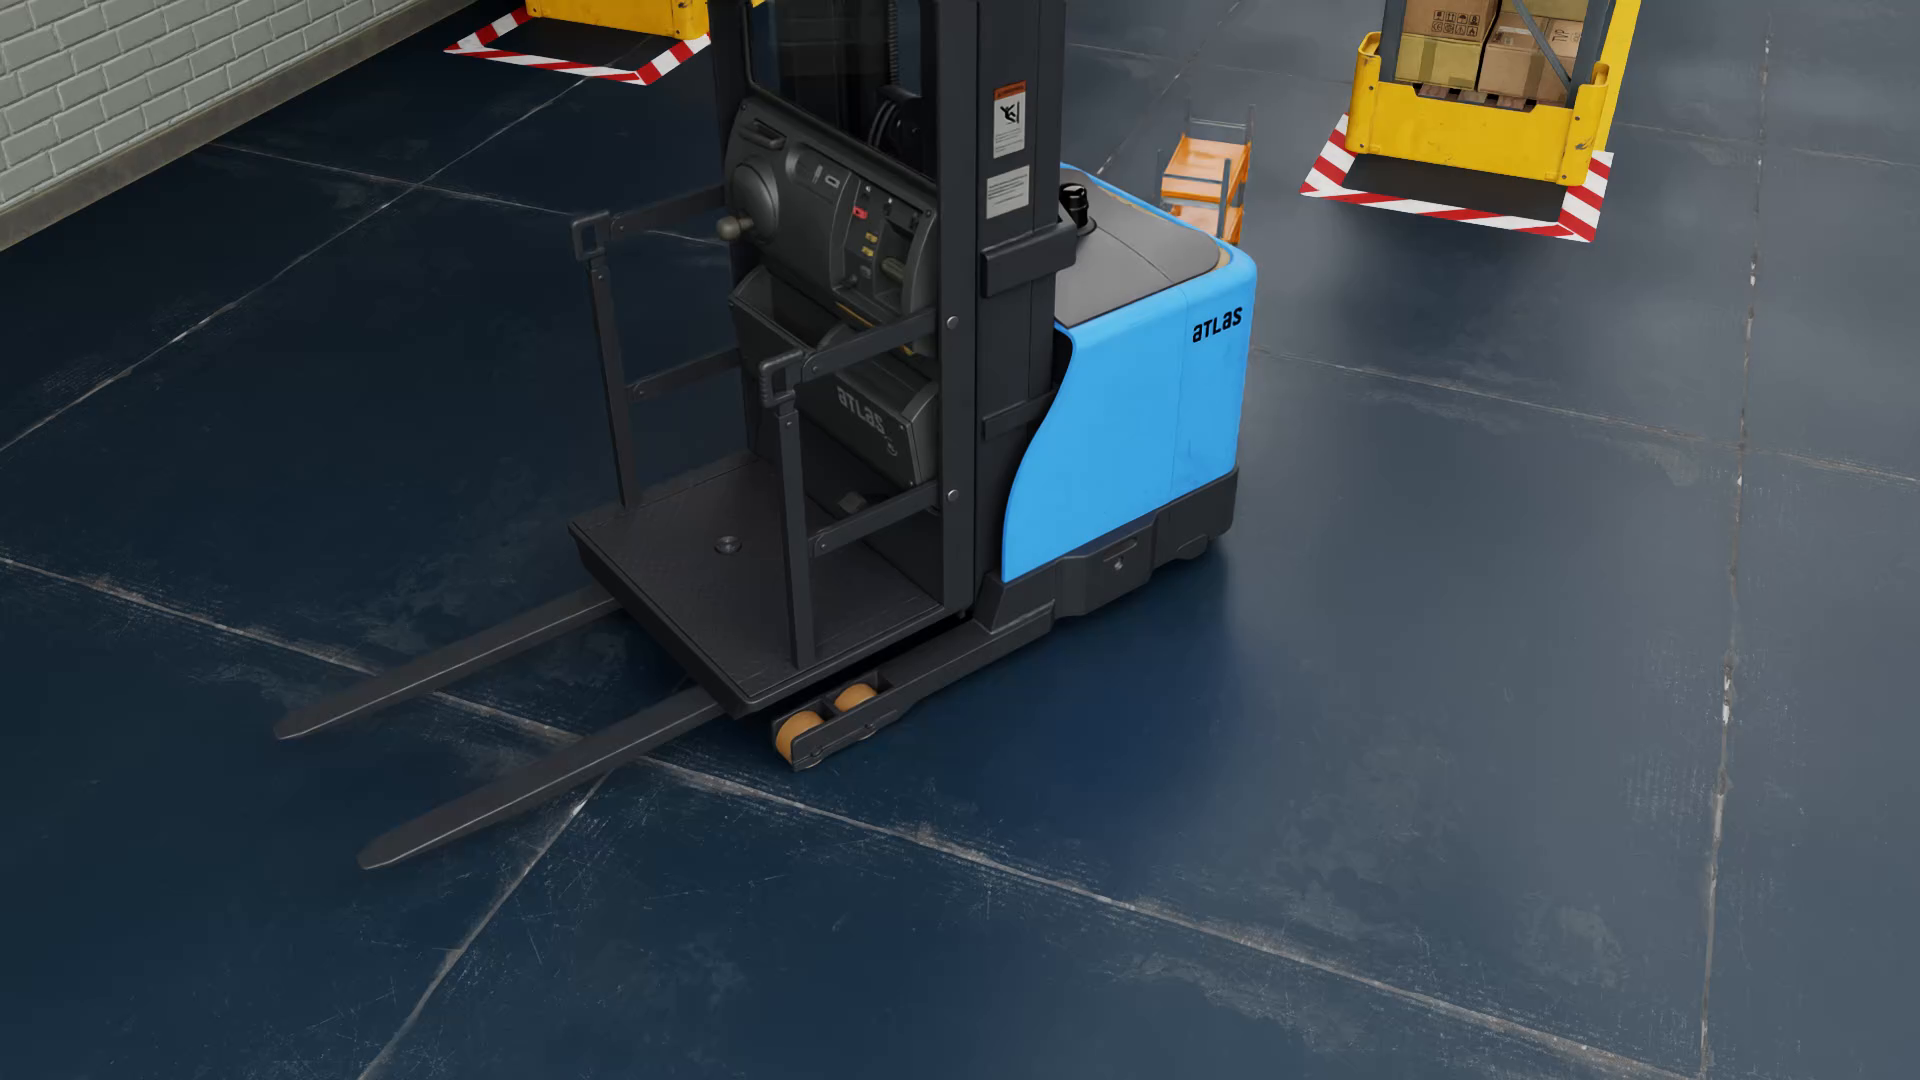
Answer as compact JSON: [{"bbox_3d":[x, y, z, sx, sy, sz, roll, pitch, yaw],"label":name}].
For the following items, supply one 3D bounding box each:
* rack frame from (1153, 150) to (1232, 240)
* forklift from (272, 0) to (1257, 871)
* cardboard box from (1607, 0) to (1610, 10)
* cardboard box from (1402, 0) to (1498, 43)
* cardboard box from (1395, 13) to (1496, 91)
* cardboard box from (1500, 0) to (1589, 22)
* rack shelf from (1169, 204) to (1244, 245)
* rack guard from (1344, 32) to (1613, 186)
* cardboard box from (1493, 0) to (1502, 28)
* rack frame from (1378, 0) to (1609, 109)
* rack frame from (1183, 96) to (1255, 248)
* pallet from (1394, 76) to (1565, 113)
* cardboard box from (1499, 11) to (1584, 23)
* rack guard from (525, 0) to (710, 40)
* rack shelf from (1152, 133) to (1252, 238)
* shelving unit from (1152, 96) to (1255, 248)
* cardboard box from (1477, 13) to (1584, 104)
[{"bbox_3d":[0.758,-0.770,5.768,0.240,1.200,0.015,11,38,13],"label":"rack frame"},{"bbox_3d":[-0.536,-0.867,4.461,3.031,2.935,1.130,-25,43,-30],"label":"forklift"},{"bbox_3d":[3.521,-3.284,9.585,0.500,0.250,0.500,14,39,18],"label":"cardboard box"},{"bbox_3d":[2.468,-2.873,8.408,0.500,0.500,0.500,14,39,18],"label":"cardboard box"},{"bbox_3d":[2.470,-2.572,8.632,0.500,0.250,0.500,14,39,18],"label":"cardboard box"},{"bbox_3d":[3.138,-3.032,8.620,0.500,0.500,0.500,14,39,18],"label":"cardboard box"},{"bbox_3d":[0.831,-1.034,5.863,0.258,0.148,0.480,11,38,13],"label":"rack shelf"},{"bbox_3d":[2.530,-2.127,8.178,1.175,0.500,0.348,14,39,18],"label":"rack guard"},{"bbox_3d":[2.649,-2.852,9.006,0.500,0.250,0.500,14,39,18],"label":"cardboard box"},{"bbox_3d":[2.539,-3.141,7.447,1.000,3.000,0.127,14,39,18],"label":"rack frame"},{"bbox_3d":[0.901,-1.045,6.144,0.240,1.200,0.015,11,38,13],"label":"rack frame"},{"bbox_3d":[2.792,-2.457,8.861,1.003,0.211,1.213,14,39,18],"label":"pallet"},{"bbox_3d":[3.136,-2.732,8.845,0.500,0.250,0.500,14,39,18],"label":"cardboard box"},{"bbox_3d":[-2.014,-3.308,9.759,1.175,0.500,0.348,14,39,18],"label":"rack guard"},{"bbox_3d":[0.833,-1.224,5.723,0.258,0.148,0.480,11,38,13],"label":"rack shelf"},{"bbox_3d":[0.829,-0.908,5.956,0.258,1.200,0.503,11,38,13],"label":"shelving unit"},{"bbox_3d":[2.949,-2.454,8.474,0.500,0.250,0.500,14,39,18],"label":"cardboard box"}]
